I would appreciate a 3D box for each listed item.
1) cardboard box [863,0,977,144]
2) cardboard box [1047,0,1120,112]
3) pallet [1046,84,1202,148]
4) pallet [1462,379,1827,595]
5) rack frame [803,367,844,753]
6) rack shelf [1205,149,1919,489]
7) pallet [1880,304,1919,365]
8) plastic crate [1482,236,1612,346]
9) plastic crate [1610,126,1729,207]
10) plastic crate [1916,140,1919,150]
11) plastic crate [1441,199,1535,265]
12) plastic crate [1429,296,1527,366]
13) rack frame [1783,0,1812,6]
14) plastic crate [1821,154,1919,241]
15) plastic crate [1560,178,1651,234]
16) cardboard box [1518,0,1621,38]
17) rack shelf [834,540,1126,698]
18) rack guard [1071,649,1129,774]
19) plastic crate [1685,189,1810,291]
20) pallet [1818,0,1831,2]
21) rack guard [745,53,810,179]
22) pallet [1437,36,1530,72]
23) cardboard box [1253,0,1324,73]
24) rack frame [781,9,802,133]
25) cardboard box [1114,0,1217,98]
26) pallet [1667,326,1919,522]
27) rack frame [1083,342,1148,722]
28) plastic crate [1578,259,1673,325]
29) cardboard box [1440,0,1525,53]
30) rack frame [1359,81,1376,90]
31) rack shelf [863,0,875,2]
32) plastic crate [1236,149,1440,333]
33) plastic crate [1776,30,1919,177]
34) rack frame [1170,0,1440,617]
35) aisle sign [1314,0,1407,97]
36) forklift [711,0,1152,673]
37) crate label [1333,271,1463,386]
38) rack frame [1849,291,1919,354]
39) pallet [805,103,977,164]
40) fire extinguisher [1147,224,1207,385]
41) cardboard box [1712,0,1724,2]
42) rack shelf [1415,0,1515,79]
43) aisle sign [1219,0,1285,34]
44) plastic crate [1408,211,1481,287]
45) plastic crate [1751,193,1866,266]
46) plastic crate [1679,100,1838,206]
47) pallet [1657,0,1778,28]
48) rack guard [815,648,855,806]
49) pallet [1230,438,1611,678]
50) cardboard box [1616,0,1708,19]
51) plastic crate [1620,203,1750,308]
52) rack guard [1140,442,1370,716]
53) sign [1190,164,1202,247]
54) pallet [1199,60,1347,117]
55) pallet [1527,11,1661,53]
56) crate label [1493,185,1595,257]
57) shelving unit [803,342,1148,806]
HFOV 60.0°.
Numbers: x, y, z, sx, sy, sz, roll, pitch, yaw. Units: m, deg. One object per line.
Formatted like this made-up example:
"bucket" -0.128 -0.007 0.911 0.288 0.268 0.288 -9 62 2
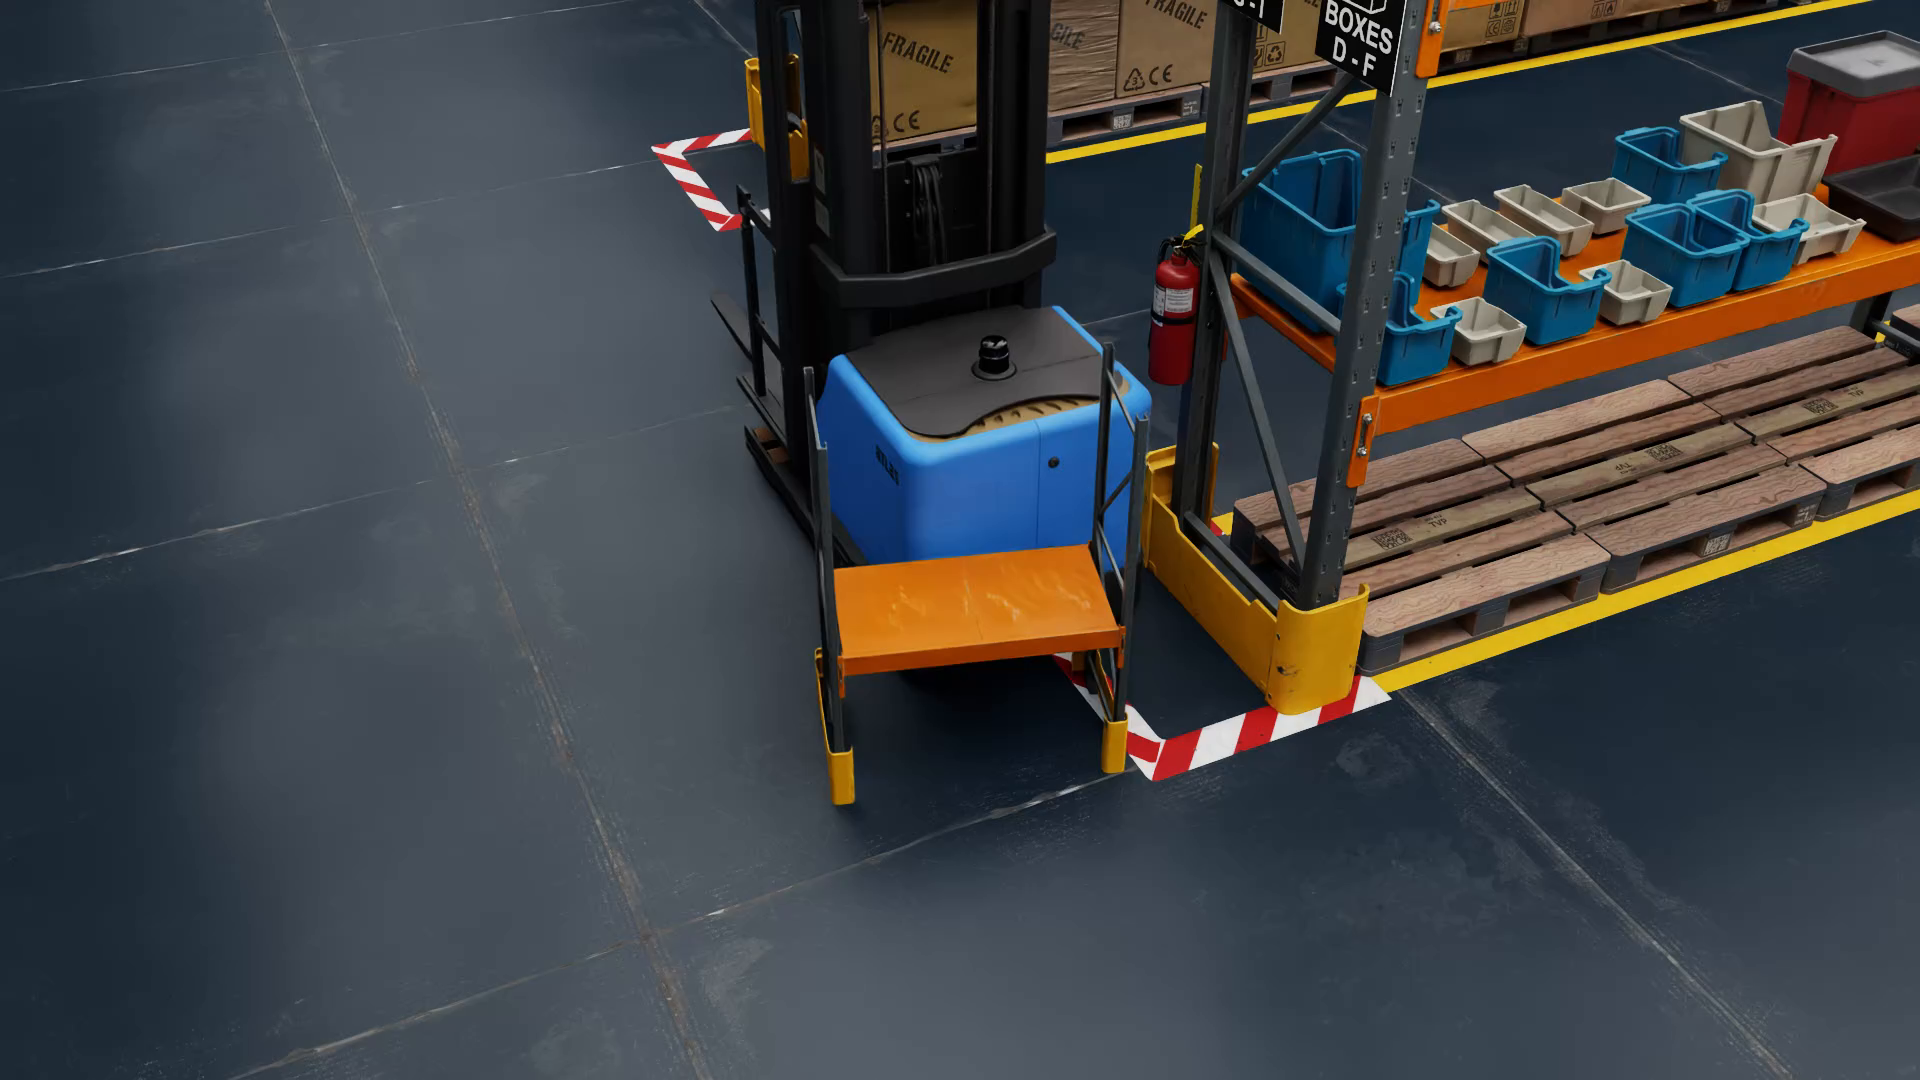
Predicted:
"cardboard box" -0.405 -3.085 10.322 0.875 0.875 0.875 -16 39 -20
"cardboard box" 0.418 -3.315 10.633 0.875 0.875 0.875 -16 39 -20
"pallet" 0.843 -2.995 11.111 1.213 0.211 1.003 -16 39 -20
"pallet" 3.020 -0.268 7.434 1.213 0.211 1.003 -16 39 -20
"rack frame" -0.464 0.176 5.753 0.032 1.500 0.500 -6 37 -7
"rack shelf" 2.964 -1.111 6.833 4.000 0.370 1.077 -16 39 -20
"pallet" 5.491 -0.959 8.365 1.213 0.211 1.003 -16 39 -20
"plastic crate" 2.113 -0.902 6.038 0.300 0.233 0.416 -16 39 -20
"plastic crate" 2.904 -1.508 6.856 0.300 0.233 0.416 -16 39 -20
"plastic crate" 4.293 -1.783 7.307 0.243 0.136 0.396 -16 39 -20
"plastic crate" 2.083 -1.181 6.496 0.243 0.136 0.396 -16 39 -20
"plastic crate" 1.843 -0.733 5.891 0.298 0.136 0.250 -16 39 -20
"rack frame" 6.291 -5.589 12.268 0.127 3.000 1.000 -16 39 -20
"plastic crate" 3.876 -1.391 6.788 0.590 0.125 0.437 -16 39 -20
"plastic crate" 2.585 -1.350 6.723 0.250 0.136 0.298 -16 39 -20
"cardboard box" 4.050 -4.292 11.949 0.875 0.875 1.225 -17 40 -21
"rack shelf" 0.038 0.272 5.926 1.000 0.185 0.538 -6 37 -7
"rack guard" 0.521 0.582 6.255 0.087 0.250 0.587 -6 37 -7
"plastic crate" 2.981 -1.144 6.365 0.300 0.233 0.416 -16 39 -20
"pallet" 6.999 -4.666 13.364 1.213 0.211 1.003 -16 39 -20
"rack guard" -0.972 -2.554 10.274 0.348 0.500 1.175 -16 39 -20
"pallet" 3.337 -3.693 12.052 1.213 0.211 1.003 -16 39 -20
"cardboard box" 2.039 -3.768 11.244 0.875 0.875 0.875 -16 39 -20
"rack frame" -0.951 -3.564 9.538 0.127 3.000 1.000 -16 39 -20
"cardboard box" 1.224 -3.540 10.936 0.875 0.875 0.875 -16 39 -20
"pallet" 4.126 -0.579 7.853 1.213 0.211 1.003 -16 39 -20
"rack frame" 0.540 0.079 5.885 0.032 1.500 0.500 -6 37 -7
"plastic crate" 2.457 -0.905 6.123 0.298 0.136 0.250 -16 39 -20
"cardboard box" 3.241 -4.065 11.644 0.875 0.875 1.225 -15 39 -20
"rack frame" 2.670 -4.577 10.903 0.127 3.000 1.000 -16 39 -20
"rack shelf" 0.860 -3.782 10.435 4.000 0.370 1.077 -16 39 -20
"plastic crate" 1.377 -1.117 6.158 0.499 0.435 0.616 -16 39 -20
"plastic crate" 3.860 -1.865 7.142 0.583 0.464 0.402 -16 39 -20
"rack frame" 1.154 -0.893 5.937 0.127 3.000 1.000 -16 39 -20
"aisle sign" 1.215 -1.759 4.922 0.004 0.787 0.394 -16 39 -20
"forklift" -0.344 -1.534 6.858 1.130 2.935 3.031 -16 39 -20
"crate label" 1.517 -0.735 5.813 0.303 0.233 0.416 -16 39 -20
"rack frame" 4.775 -1.906 7.302 0.127 3.000 1.000 -16 39 -20
"pallet" -0.260 -2.689 10.698 1.213 0.211 1.003 -16 39 -20
"fire extinguisher" 0.824 -0.919 6.350 0.183 0.674 0.296 -16 39 -20
"cardboard box" 5.658 -4.741 12.555 0.875 0.875 1.225 -17 40 -22
"rack shelf" 2.964 -2.315 5.940 4.000 0.370 1.077 -16 39 -20
"aisle sign" 0.964 -2.077 5.351 0.004 0.787 0.394 -16 39 -20
"plastic crate" 1.815 -1.116 6.407 0.243 0.136 0.396 -16 39 -20
"plastic crate" 3.326 -1.221 6.549 0.466 0.136 0.293 -16 39 -20
"plastic crate" 3.314 -1.595 6.932 0.530 0.282 0.437 -16 39 -20
"pallet" 5.546 -4.310 12.884 1.213 0.211 1.003 -16 39 -20
"rack guard" -0.462 0.678 6.126 0.087 0.250 0.587 -6 37 -7
"pallet" 1.917 0.039 7.021 1.213 0.211 1.003 -16 39 -20
"cardboard box" 4.847 -4.520 12.257 0.875 0.875 1.225 -15 39 -20
"plastic crate" 2.709 -1.068 6.263 0.300 0.233 0.416 -16 39 -20
"rack guard" 1.137 0.124 6.664 0.348 0.500 1.175 -16 39 -20
"sign" 0.905 -1.251 6.282 0.005 0.325 0.100 -16 39 -20
"pallet" 1.949 -3.307 11.531 1.213 0.211 1.003 -16 39 -20
"pallet" 4.443 -4.004 12.471 1.213 0.211 1.003 -16 39 -20
"crate label" 2.325 -1.265 6.608 0.243 0.136 0.396 -16 39 -20
"shelving unit" 0.029 0.128 5.818 1.083 1.500 0.587 -6 37 -7
